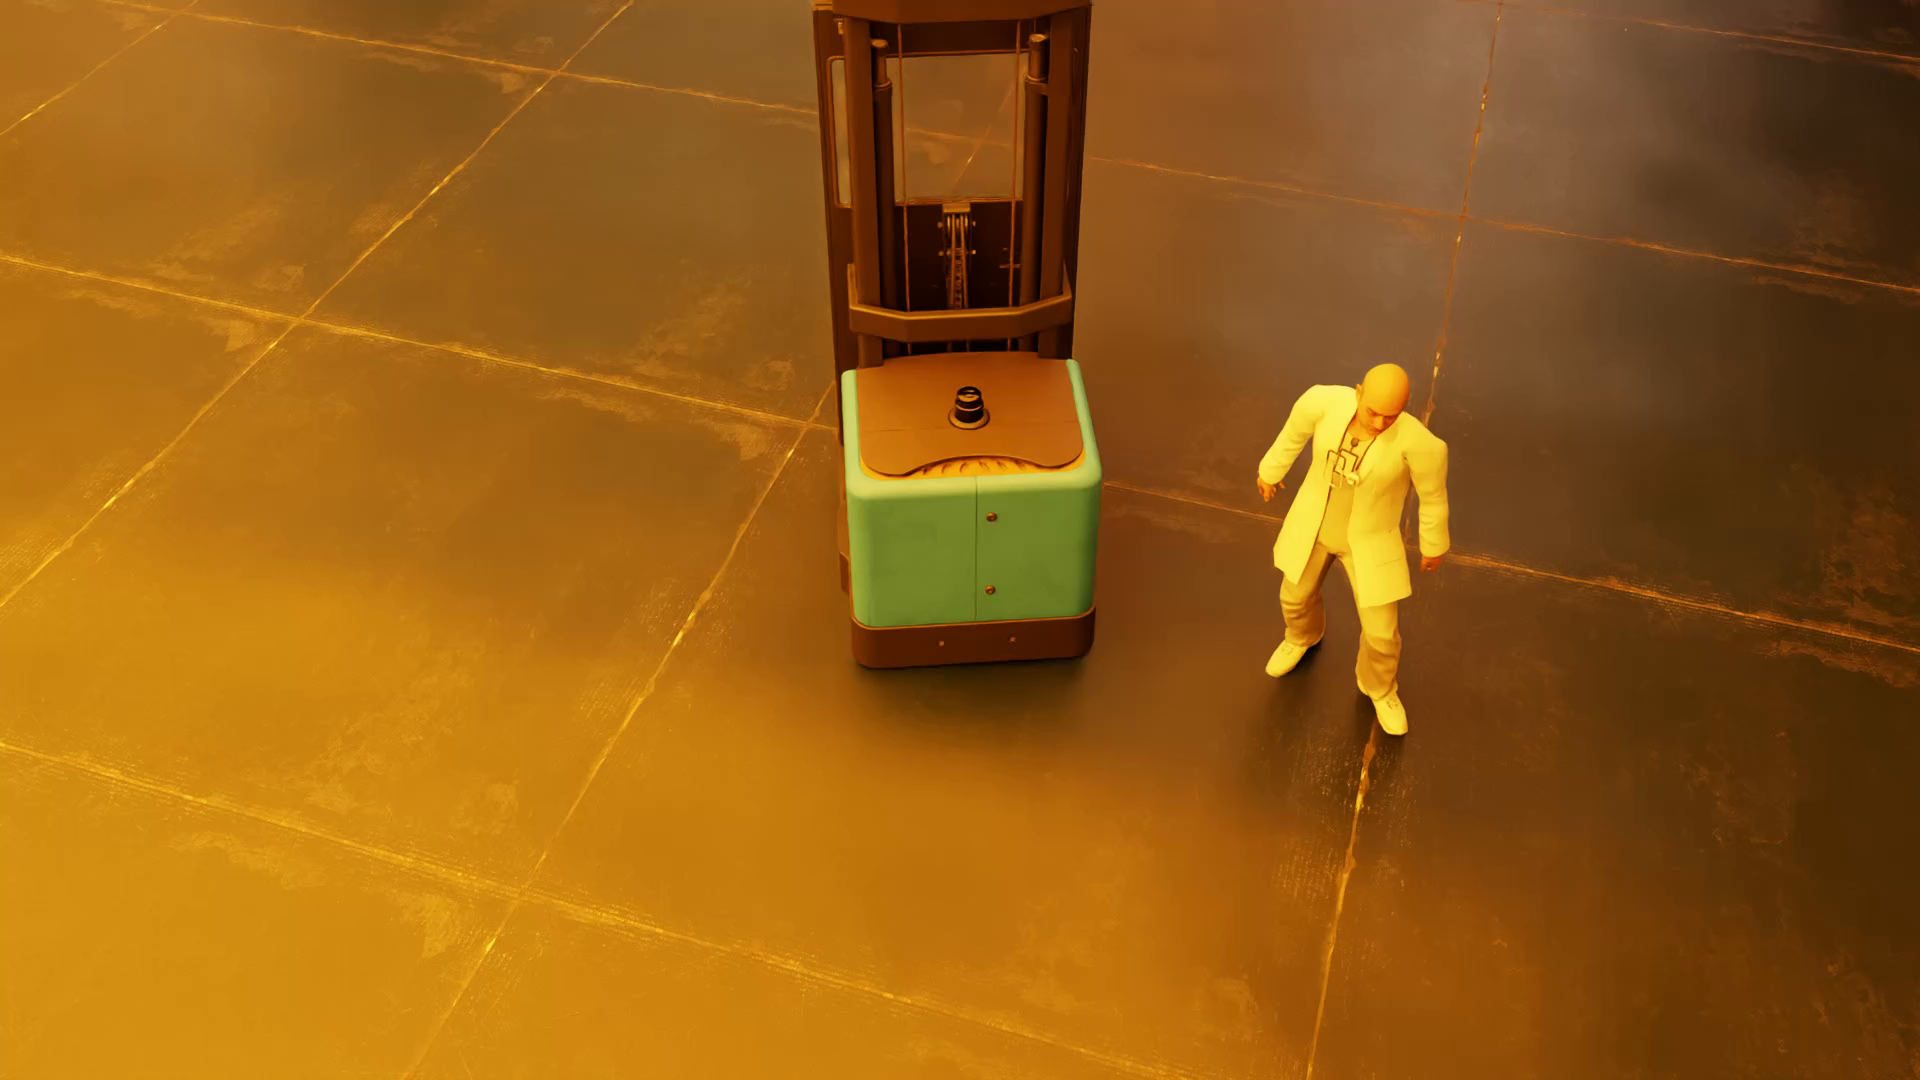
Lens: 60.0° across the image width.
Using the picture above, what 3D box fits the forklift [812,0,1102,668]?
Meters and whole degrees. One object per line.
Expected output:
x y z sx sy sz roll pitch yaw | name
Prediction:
-0.052 -1.520 7.323 1.130 2.935 3.031 -3 43 -3 | forklift

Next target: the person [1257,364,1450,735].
1.560 -0.040 6.624 0.911 1.748 0.489 26 49 25 | person
